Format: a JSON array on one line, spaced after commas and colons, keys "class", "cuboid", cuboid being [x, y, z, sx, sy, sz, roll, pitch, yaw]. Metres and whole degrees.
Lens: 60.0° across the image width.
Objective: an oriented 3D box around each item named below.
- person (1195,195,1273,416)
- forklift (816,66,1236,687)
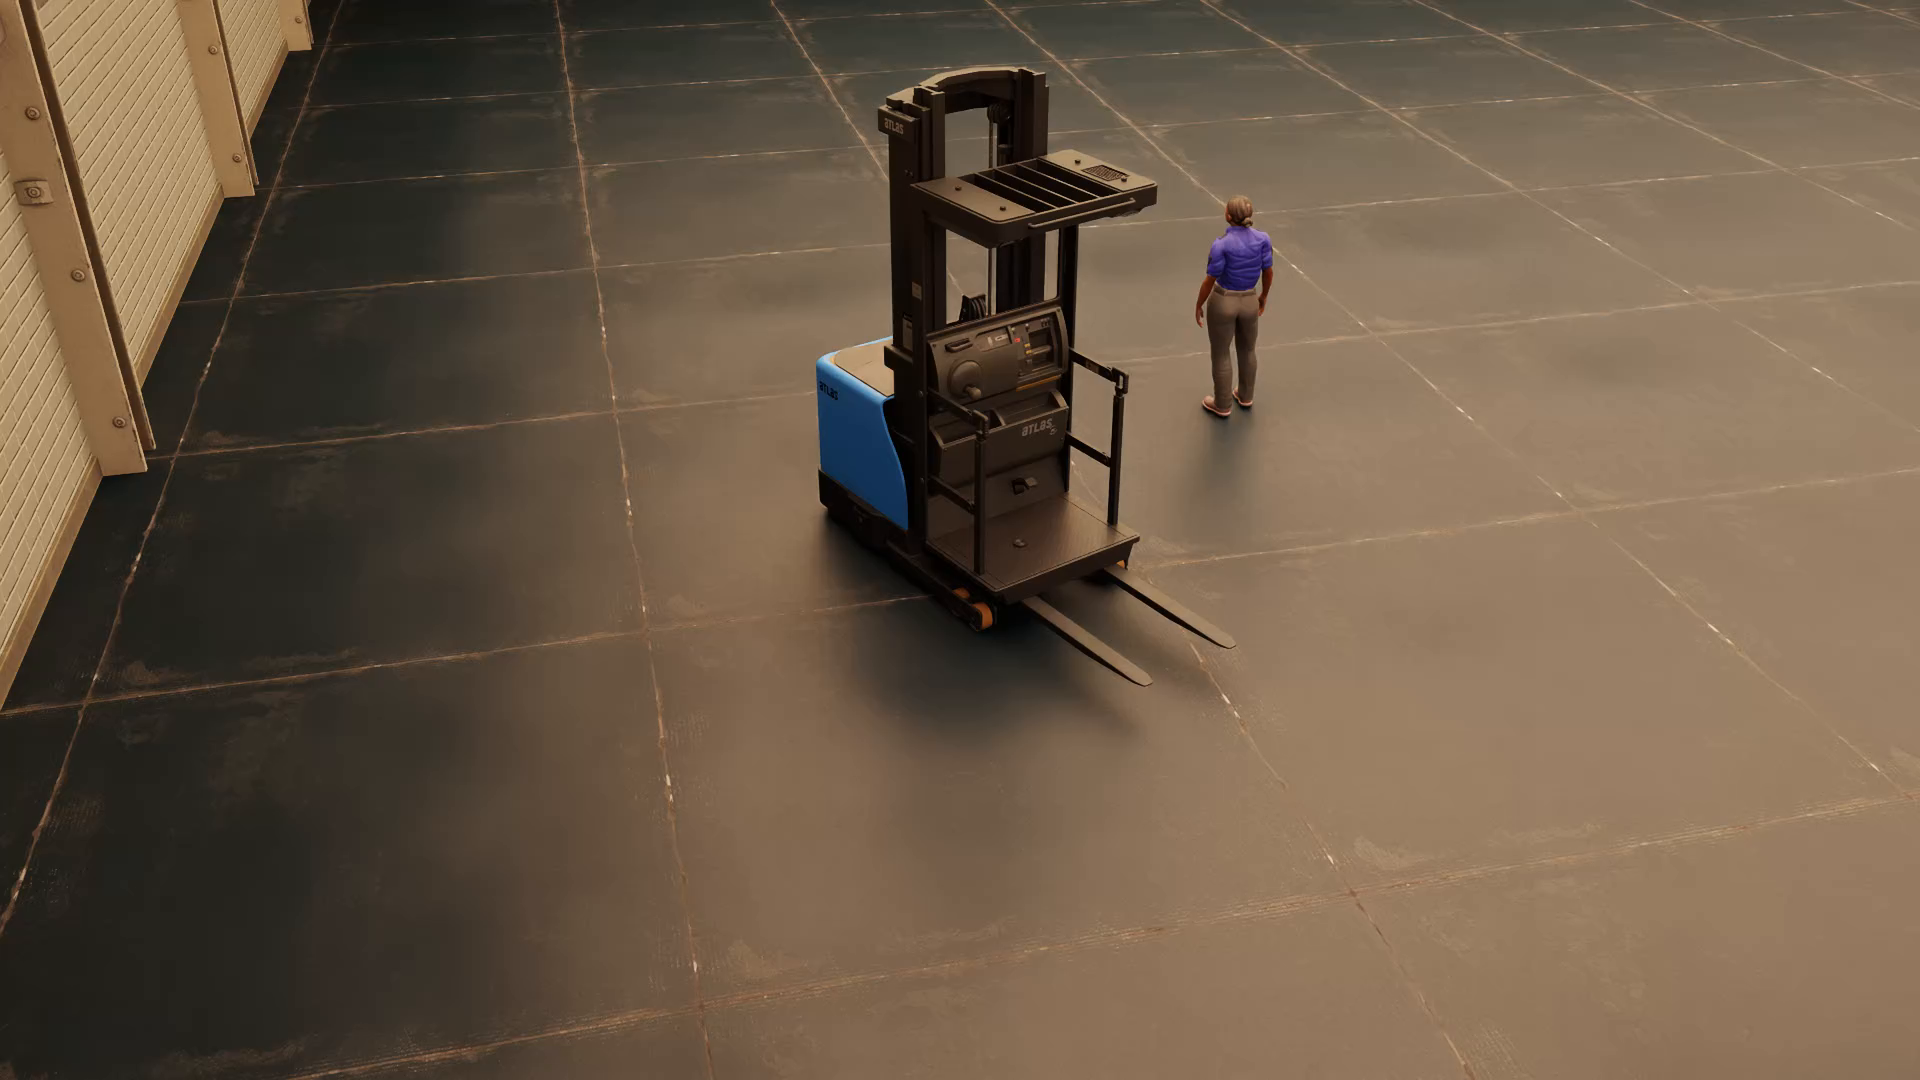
[{"class": "person", "cuboid": [1.909, -1.672, 11.723, 0.570, 1.654, 0.504, -7, 31, -13]}, {"class": "forklift", "cuboid": [0.355, -1.021, 9.338, 1.130, 2.935, 3.031, -20, 35, -30]}]
